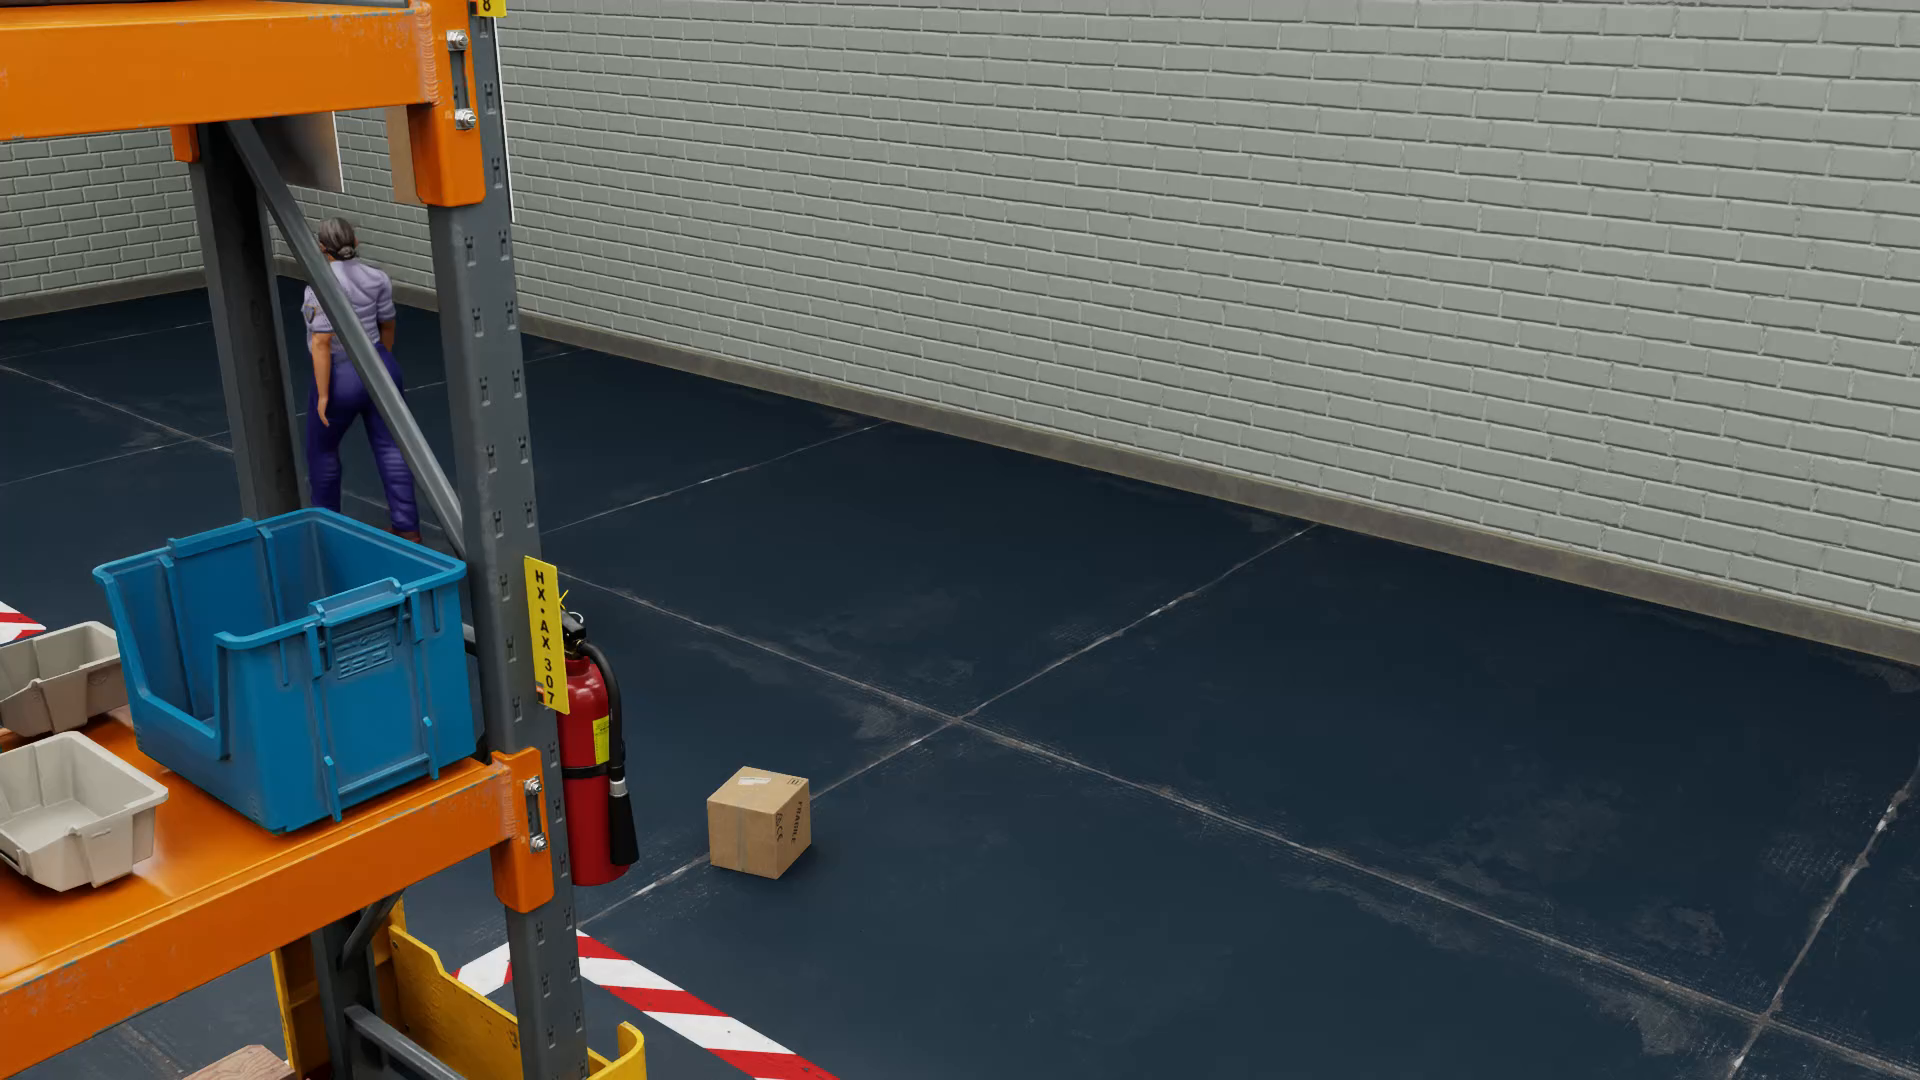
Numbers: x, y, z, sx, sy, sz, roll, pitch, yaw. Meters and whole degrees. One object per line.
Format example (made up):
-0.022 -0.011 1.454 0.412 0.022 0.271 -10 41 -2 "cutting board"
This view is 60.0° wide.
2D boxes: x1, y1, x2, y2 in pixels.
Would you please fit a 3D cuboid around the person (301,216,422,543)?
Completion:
-3.011 -0.769 8.192 0.788 1.667 0.513 17 26 38 "person"
